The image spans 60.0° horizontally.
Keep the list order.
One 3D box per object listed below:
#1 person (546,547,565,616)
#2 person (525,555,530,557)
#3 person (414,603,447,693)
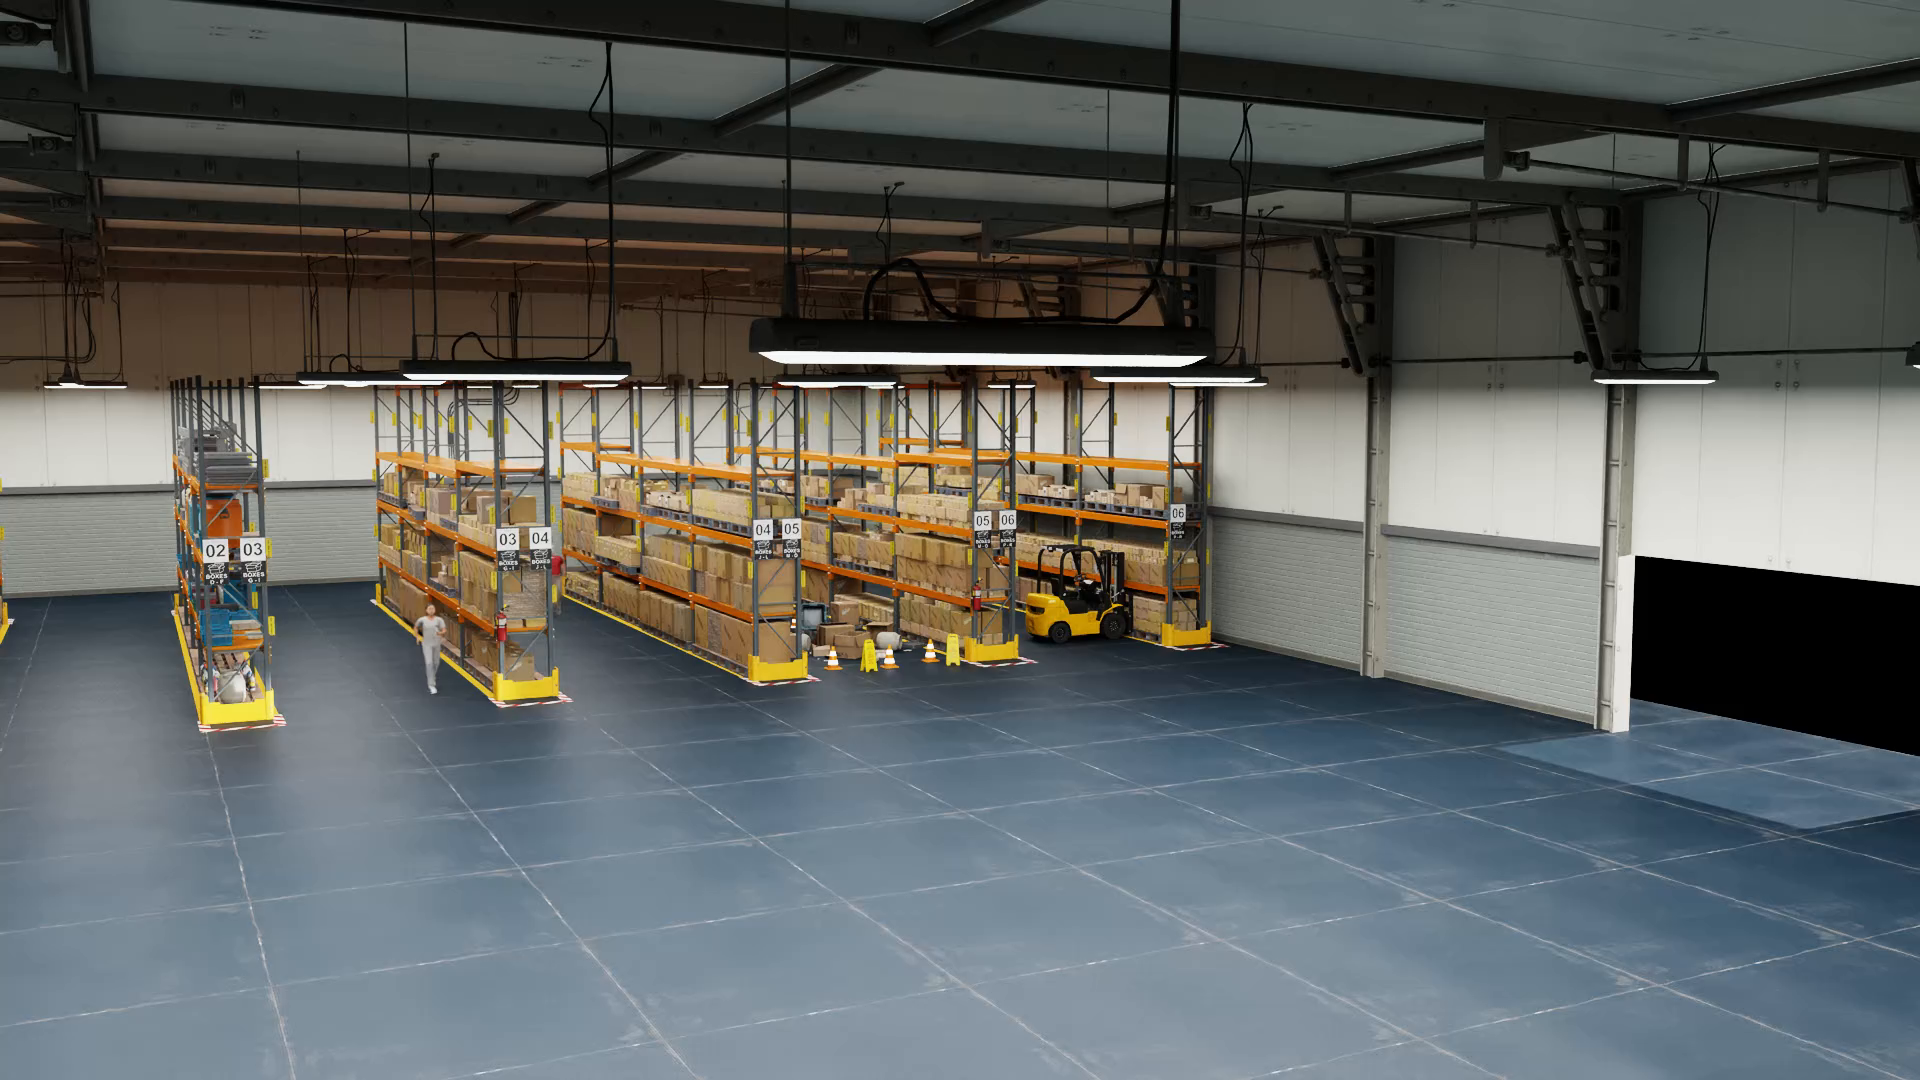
[{"bbox_3d":[-10.507,1.060,42.953,0.668,1.765,0.896,-2,5,-21],"label":"person"},{"bbox_3d":[-12.209,0.719,47.498,0.651,1.611,0.670,3,6,34],"label":"person"},{"bbox_3d":[-10.119,2.030,31.823,0.566,1.664,0.948,-3,6,-28],"label":"person"}]
